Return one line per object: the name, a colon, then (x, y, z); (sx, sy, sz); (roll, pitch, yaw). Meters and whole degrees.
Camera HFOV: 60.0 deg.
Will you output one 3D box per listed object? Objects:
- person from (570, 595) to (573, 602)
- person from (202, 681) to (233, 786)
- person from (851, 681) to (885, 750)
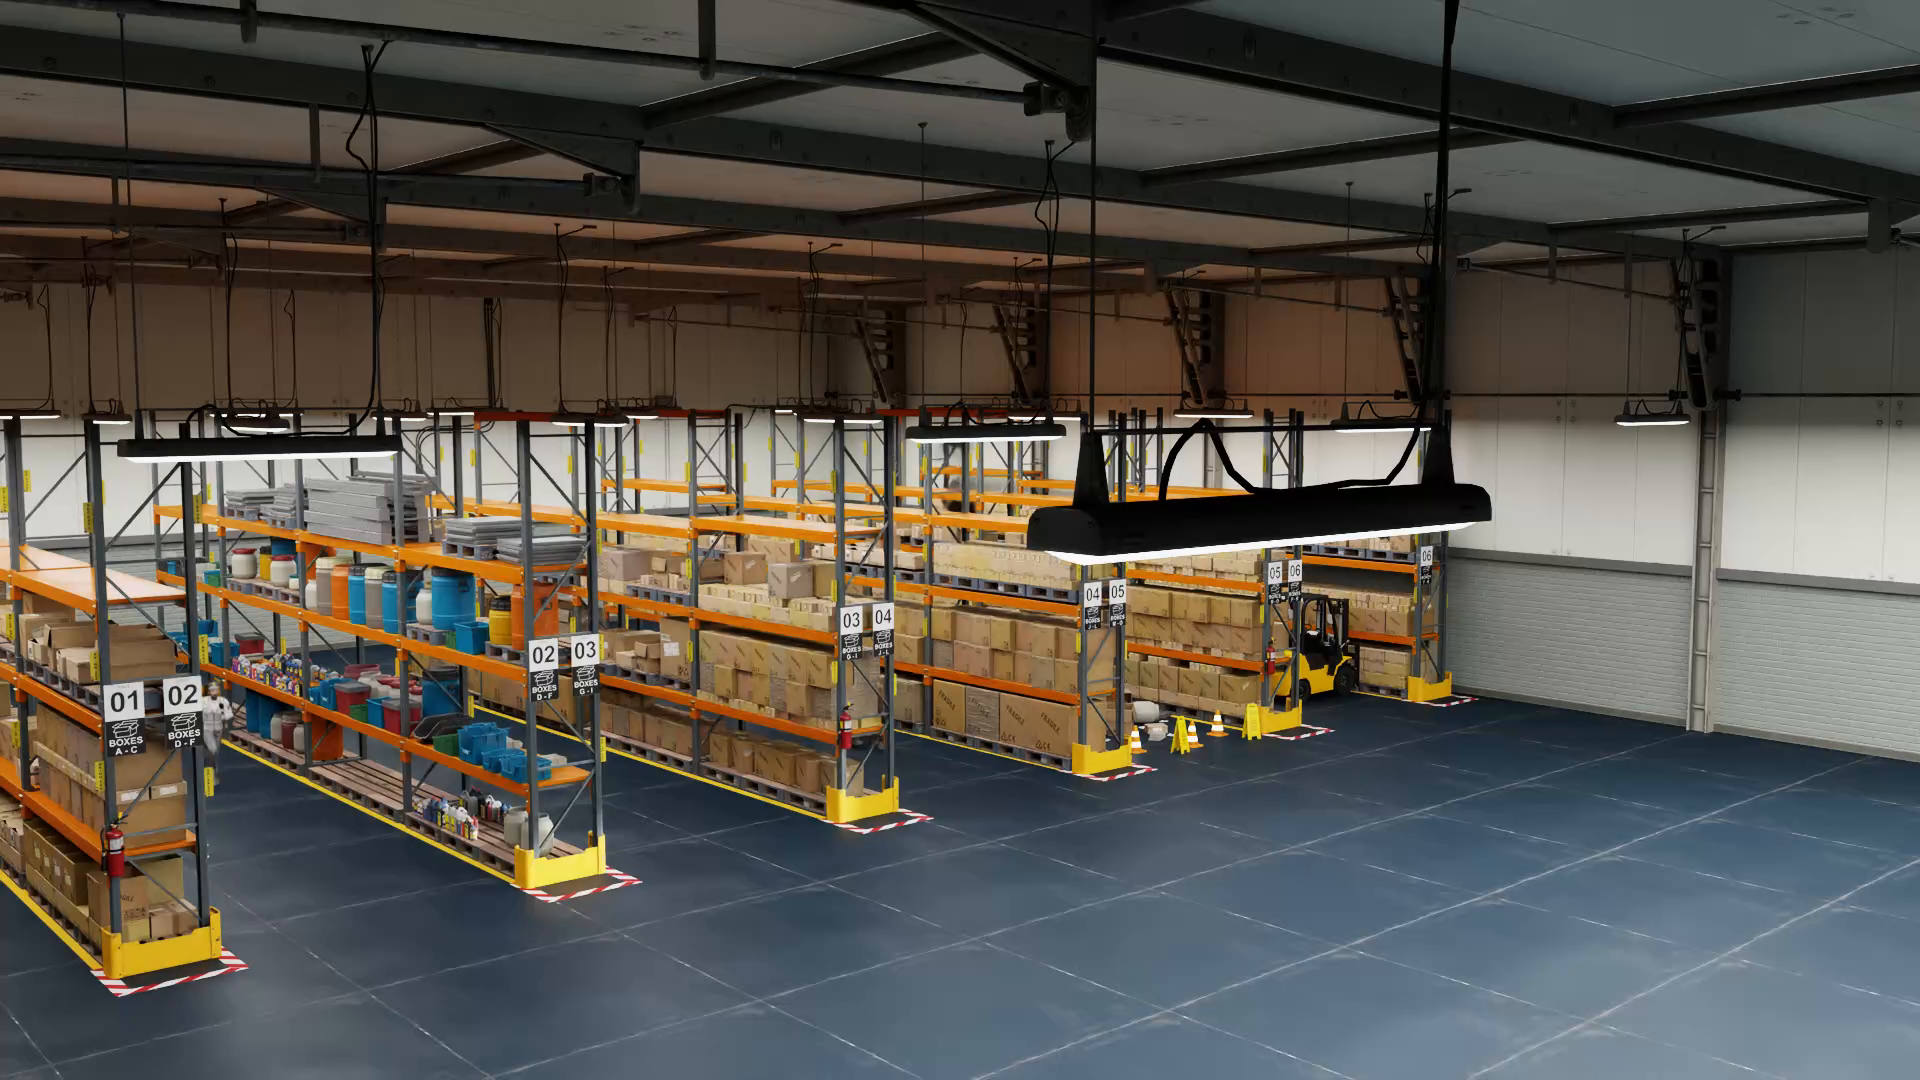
person: (-8.901, 2.085, 38.488); (0.651, 1.630, 0.564); (-2, 6, -26)
person: (-12.164, 3.123, 27.022); (0.638, 1.709, 0.799); (-4, 7, -40)
person: (-1.638, 2.852, 29.624); (0.907, 1.835, 0.640); (4, 6, 38)
